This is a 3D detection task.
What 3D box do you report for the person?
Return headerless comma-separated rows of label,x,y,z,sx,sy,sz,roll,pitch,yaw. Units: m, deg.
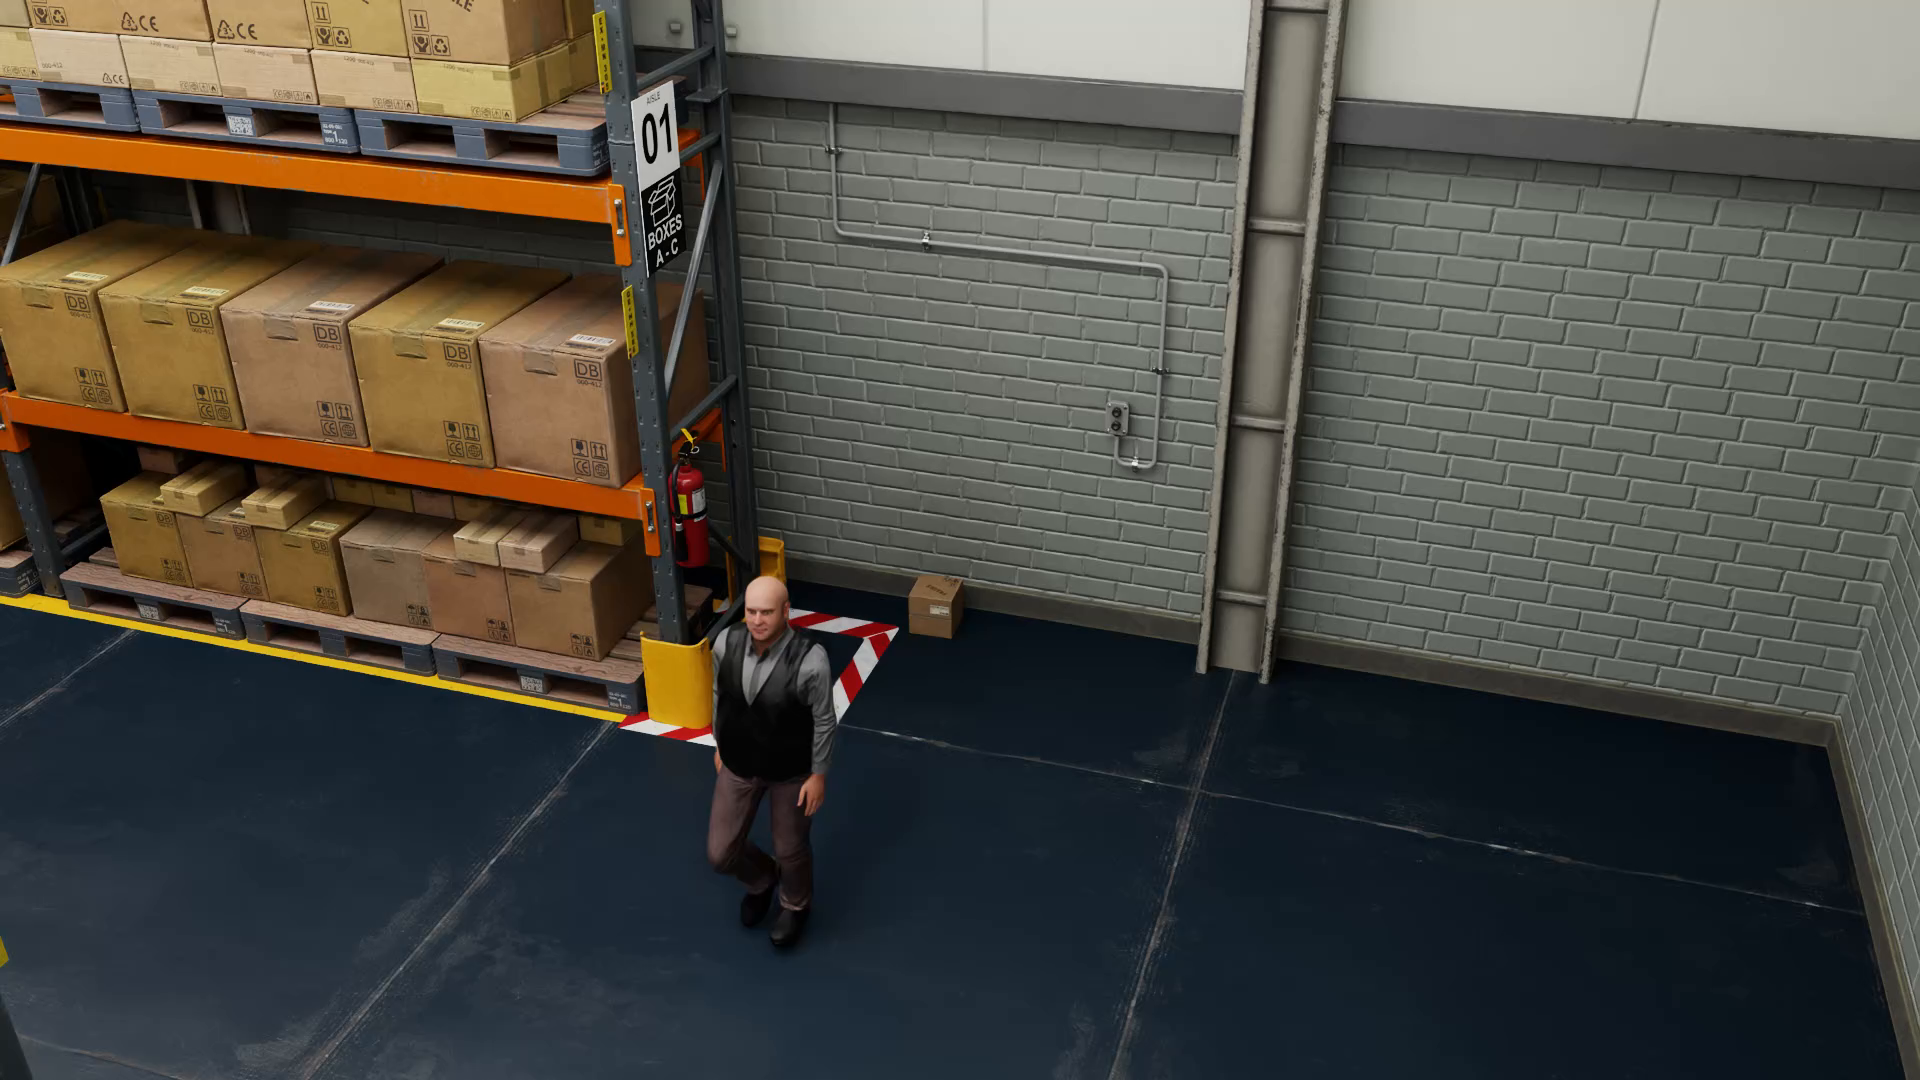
person,-0.783,0.954,6.777,0.564,1.739,0.454,8,30,15
